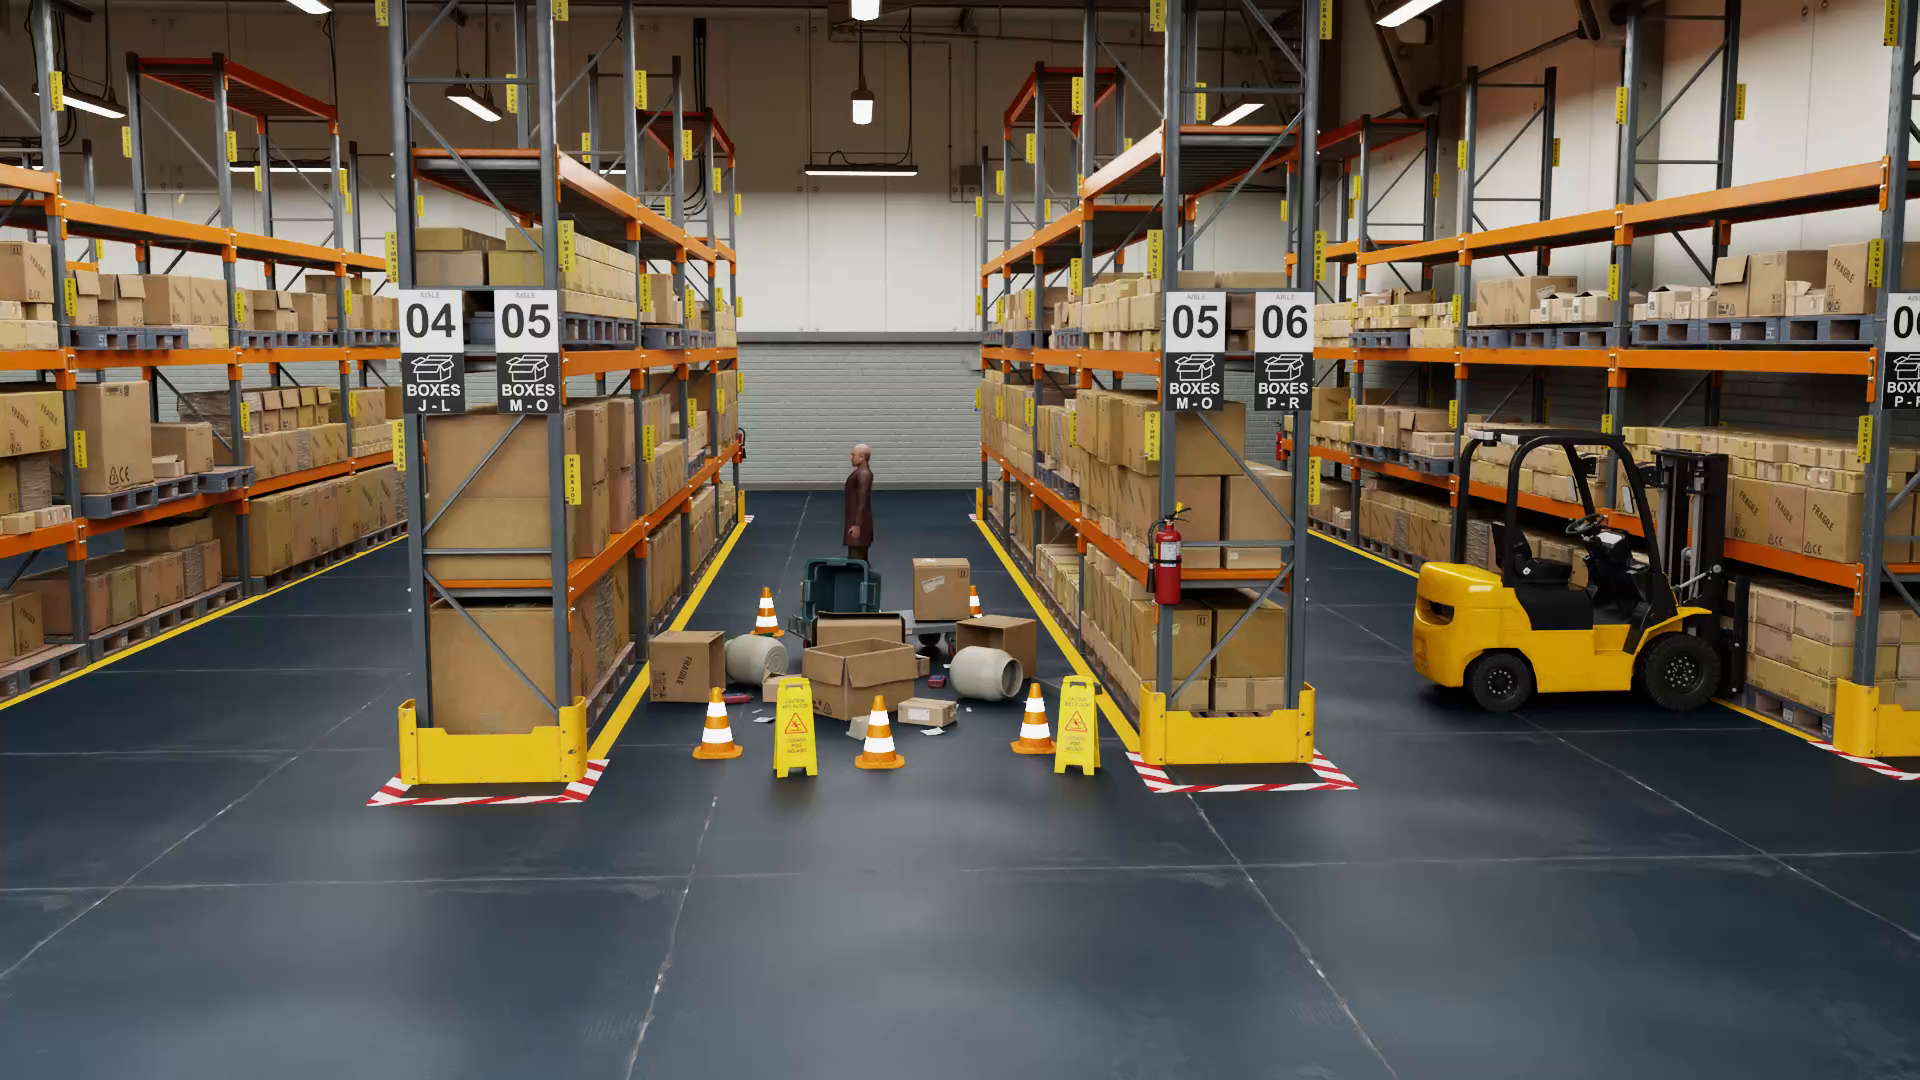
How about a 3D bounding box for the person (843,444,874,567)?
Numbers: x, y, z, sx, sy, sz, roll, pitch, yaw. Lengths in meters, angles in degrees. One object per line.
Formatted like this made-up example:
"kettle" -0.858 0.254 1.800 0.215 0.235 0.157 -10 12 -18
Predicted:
"person" -1.118 -0.163 18.197 0.396 1.776 0.563 0 7 -2
